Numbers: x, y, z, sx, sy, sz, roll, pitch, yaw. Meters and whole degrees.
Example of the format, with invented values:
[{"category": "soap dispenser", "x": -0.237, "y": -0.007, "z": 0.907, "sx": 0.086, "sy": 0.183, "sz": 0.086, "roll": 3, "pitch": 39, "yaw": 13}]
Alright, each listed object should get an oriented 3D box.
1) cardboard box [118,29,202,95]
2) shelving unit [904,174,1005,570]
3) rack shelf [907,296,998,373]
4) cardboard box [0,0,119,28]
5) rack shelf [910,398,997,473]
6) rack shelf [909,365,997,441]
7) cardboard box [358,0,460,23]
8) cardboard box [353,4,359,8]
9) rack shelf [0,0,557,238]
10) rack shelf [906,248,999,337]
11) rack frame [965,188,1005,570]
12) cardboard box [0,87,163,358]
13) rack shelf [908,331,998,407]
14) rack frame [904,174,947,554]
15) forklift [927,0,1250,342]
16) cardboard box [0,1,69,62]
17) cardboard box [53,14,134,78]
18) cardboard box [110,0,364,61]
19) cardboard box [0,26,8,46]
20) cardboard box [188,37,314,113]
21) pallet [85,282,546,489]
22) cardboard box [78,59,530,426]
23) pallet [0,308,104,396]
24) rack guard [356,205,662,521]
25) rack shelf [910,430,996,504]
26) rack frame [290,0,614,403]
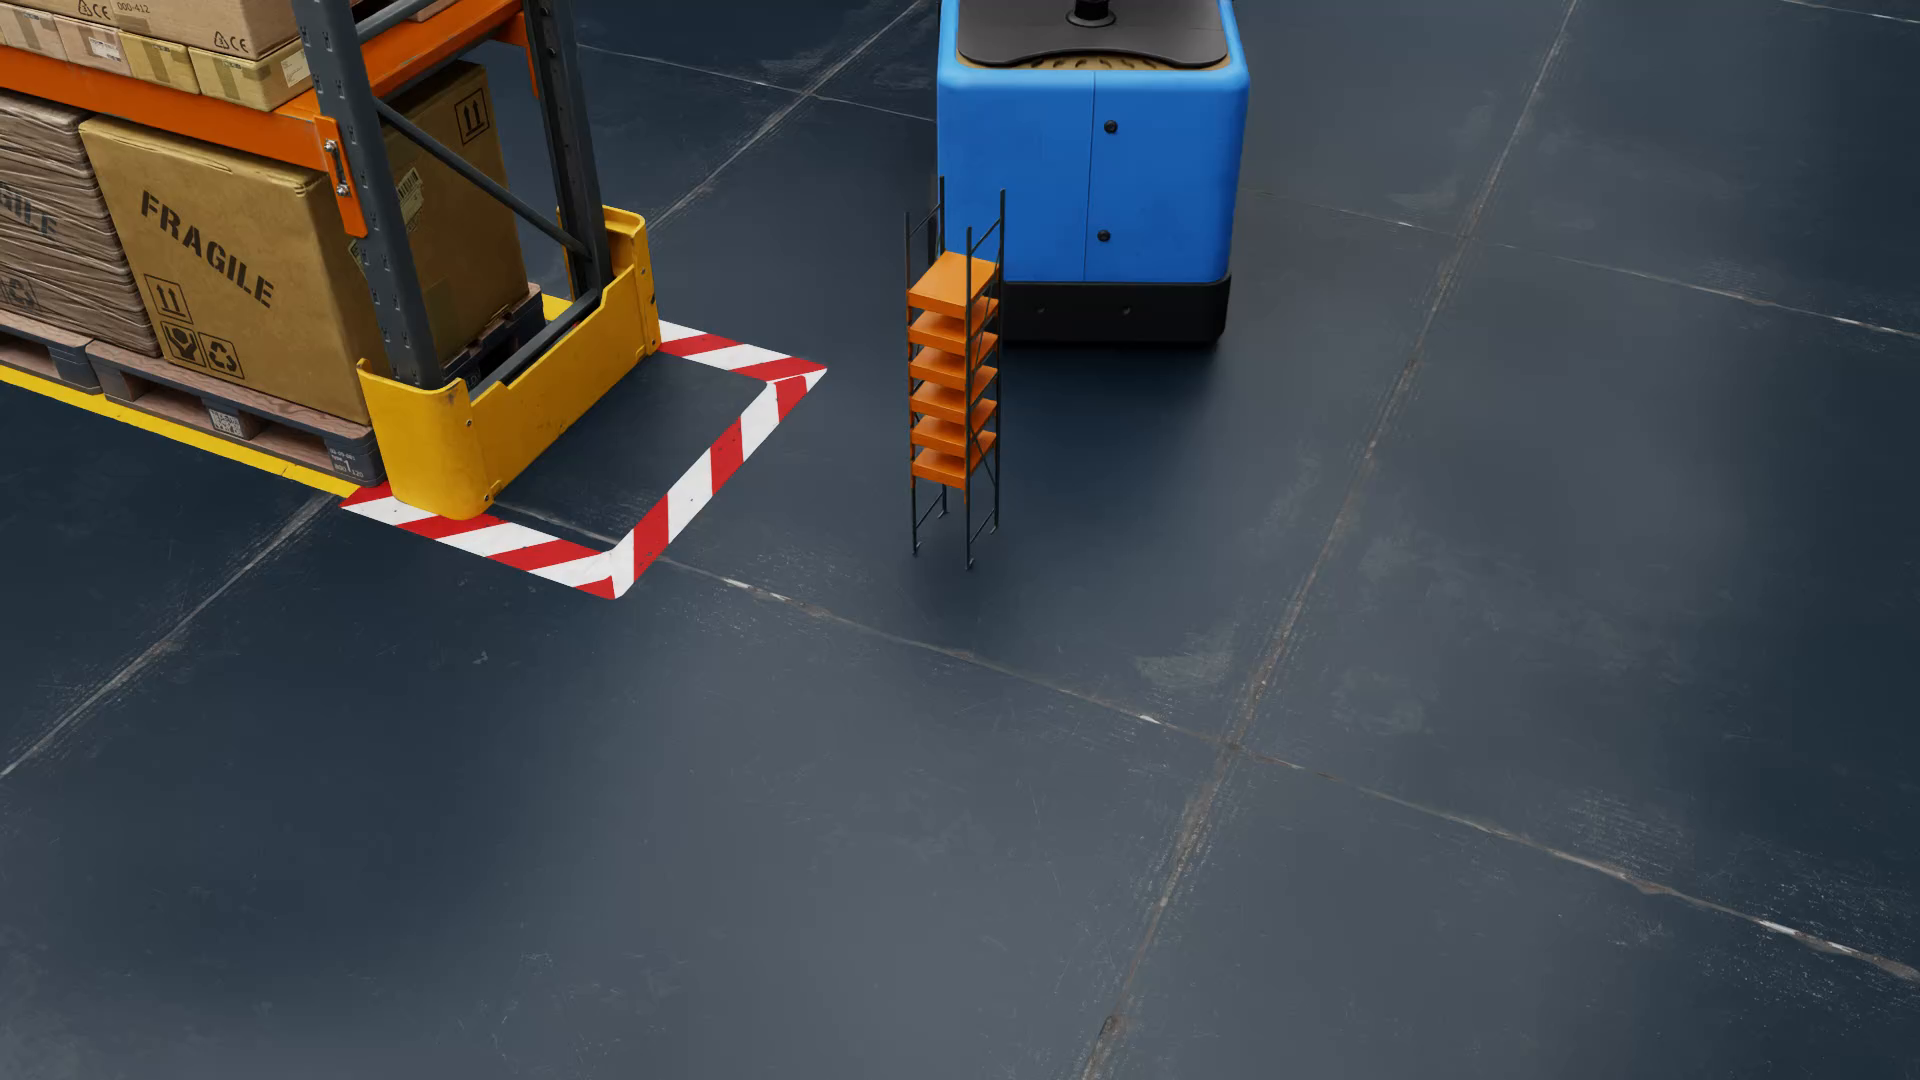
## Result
[{"category": "cardboard box", "x": -2.192, "y": -1.462, "z": 4.838, "sx": 0.250, "sy": 0.149, "sz": 0.380, "roll": 17, "pitch": 44, "yaw": 19}, {"category": "shelving unit", "x": -0.013, "y": -0.457, "z": 4.862, "sx": 0.189, "sy": 1.200, "sz": 0.258, "roll": 17, "pitch": 44, "yaw": 19}, {"category": "rack shelf", "x": -0.013, "y": -0.605, "z": 4.734, "sx": 0.180, "sy": 0.103, "sz": 0.258, "roll": 17, "pitch": 44, "yaw": 19}, {"category": "cardboard box", "x": -2.505, "y": -1.756, "z": 4.873, "sx": 0.500, "sy": 0.250, "sz": 0.500, "roll": 16, "pitch": 43, "yaw": 18}, {"category": "rack shelf", "x": -0.013, "y": -0.333, "z": 4.969, "sx": 0.180, "sy": 0.103, "sz": 0.258, "roll": 17, "pitch": 44, "yaw": 19}, {"category": "rack shelf", "x": -0.013, "y": -0.424, "z": 4.891, "sx": 0.180, "sy": 0.103, "sz": 0.258, "roll": 17, "pitch": 44, "yaw": 19}, {"category": "cardboard box", "x": -1.676, "y": -1.782, "z": 5.207, "sx": 0.250, "sy": 0.149, "sz": 0.380, "roll": 17, "pitch": 44, "yaw": 19}, {"category": "cardboard box", "x": -1.909, "y": -1.852, "z": 5.288, "sx": 0.250, "sy": 0.149, "sz": 0.380, "roll": 16, "pitch": 44, "yaw": 18}, {"category": "rack shelf", "x": -3.307, "y": -1.864, "z": 5.660, "sx": 4.000, "sy": 0.370, "sz": 1.077, "roll": 17, "pitch": 44, "yaw": 19}, {"category": "rack shelf", "x": -0.013, "y": -0.696, "z": 4.655, "sx": 0.180, "sy": 0.103, "sz": 0.258, "roll": 17, "pitch": 44, "yaw": 19}, {"category": "rack frame", "x": 0.070, "y": -0.432, "z": 4.832, "sx": 0.006, "sy": 1.200, "sz": 0.240, "roll": 17, "pitch": 44, "yaw": 19}, {"category": "cardboard box", "x": -2.933, "y": -1.320, "z": 5.784, "sx": 0.875, "sy": 0.875, "sz": 0.875, "roll": 17, "pitch": 44, "yaw": 19}, {"category": "rack shelf", "x": -0.013, "y": -0.514, "z": 4.812, "sx": 0.180, "sy": 0.103, "sz": 0.258, "roll": 17, "pitch": 44, "yaw": 19}, {"category": "rack frame", "x": -0.096, "y": -0.483, "z": 4.891, "sx": 0.006, "sy": 1.200, "sz": 0.240, "roll": 17, "pitch": 44, "yaw": 19}, {"category": "forklift", "x": 0.459, "y": -2.757, "z": 6.193, "sx": 1.130, "sy": 2.935, "sz": 3.031, "roll": 1, "pitch": 41, "yaw": 1}, {"category": "cardboard box", "x": -2.646, "y": -1.602, "z": 5.000, "sx": 0.250, "sy": 0.149, "sz": 0.380, "roll": 18, "pitch": 44, "yaw": 19}, {"category": "cardboard box", "x": -2.420, "y": -1.532, "z": 4.919, "sx": 0.250, "sy": 0.149, "sz": 0.380, "roll": 17, "pitch": 44, "yaw": 19}, {"category": "cardboard box", "x": -2.045, "y": -1.615, "z": 4.710, "sx": 0.500, "sy": 0.250, "sz": 0.500, "roll": 16, "pitch": 44, "yaw": 18}, {"category": "cardboard box", "x": -2.882, "y": -1.672, "z": 5.081, "sx": 0.250, "sy": 0.149, "sz": 0.380, "roll": 16, "pitch": 43, "yaw": 18}, {"category": "cardboard box", "x": -1.956, "y": -1.391, "z": 4.756, "sx": 0.250, "sy": 0.149, "sz": 0.380, "roll": 18, "pitch": 44, "yaw": 19}, {"category": "pallet", "x": -2.252, "y": -0.703, "z": 5.901, "sx": 1.213, "sy": 0.211, "sz": 1.003, "roll": 17, "pitch": 44, "yaw": 19}, {"category": "cardboard box", "x": -2.108, "y": -1.068, "z": 5.493, "sx": 0.875, "sy": 0.875, "sz": 0.875, "roll": 17, "pitch": 44, "yaw": 19}, {"category": "pallet", "x": -3.353, "y": -1.042, "z": 6.291, "sx": 1.213, "sy": 0.211, "sz": 1.003, "roll": 17, "pitch": 44, "yaw": 19}, {"category": "rack guard", "x": -1.472, "y": -0.631, "z": 5.596, "sx": 0.348, "sy": 0.500, "sz": 1.175, "roll": 17, "pitch": 44, "yaw": 19}, {"category": "rack shelf", "x": -0.013, "y": -0.242, "z": 5.048, "sx": 0.180, "sy": 0.103, "sz": 0.258, "roll": 17, "pitch": 44, "yaw": 19}, {"category": "rack frame", "x": -1.494, "y": -1.582, "z": 4.785, "sx": 0.127, "sy": 3.000, "sz": 1.000, "roll": 17, "pitch": 44, "yaw": 19}]
